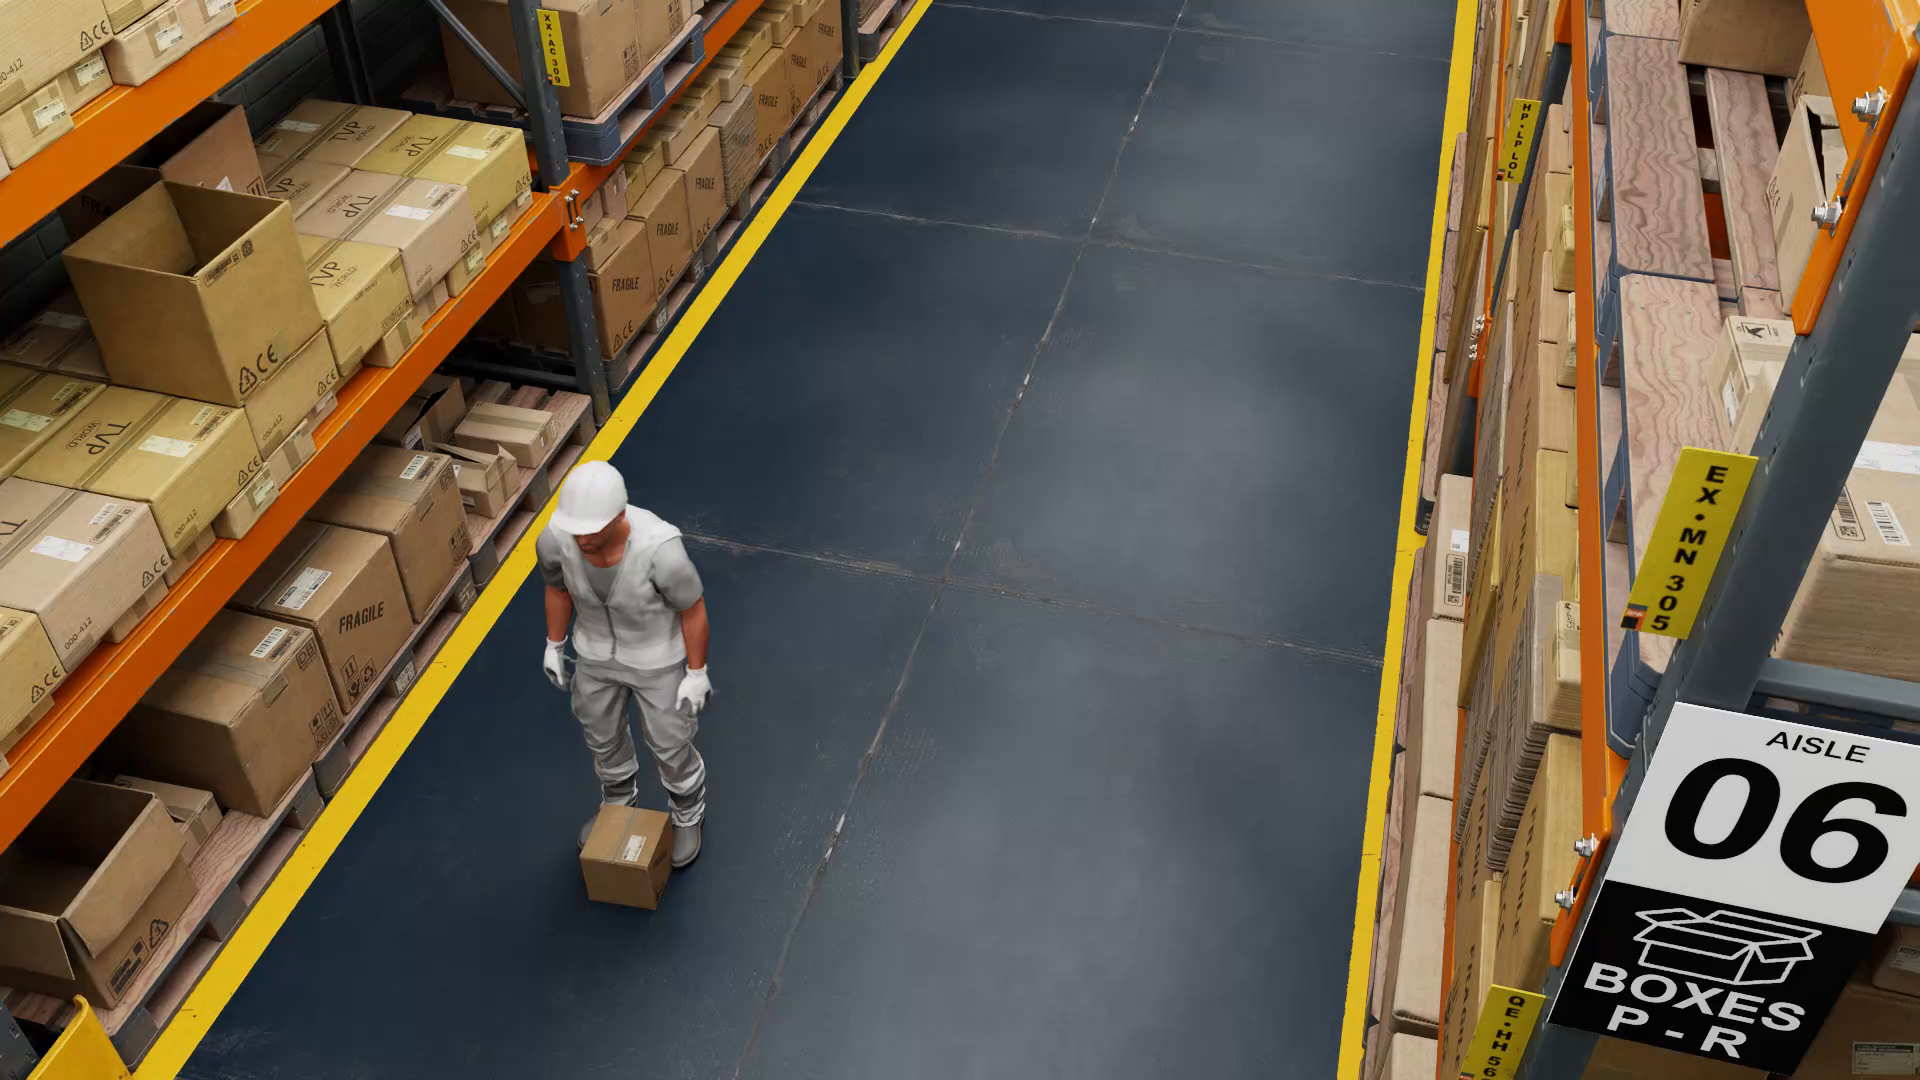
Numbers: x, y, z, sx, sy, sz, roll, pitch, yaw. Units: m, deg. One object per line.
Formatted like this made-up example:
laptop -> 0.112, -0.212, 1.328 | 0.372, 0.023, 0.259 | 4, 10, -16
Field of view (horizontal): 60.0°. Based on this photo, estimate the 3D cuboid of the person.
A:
person -> -1.132, 0.419, 5.658 | 0.607, 1.779, 0.451 | 10, 42, 11
